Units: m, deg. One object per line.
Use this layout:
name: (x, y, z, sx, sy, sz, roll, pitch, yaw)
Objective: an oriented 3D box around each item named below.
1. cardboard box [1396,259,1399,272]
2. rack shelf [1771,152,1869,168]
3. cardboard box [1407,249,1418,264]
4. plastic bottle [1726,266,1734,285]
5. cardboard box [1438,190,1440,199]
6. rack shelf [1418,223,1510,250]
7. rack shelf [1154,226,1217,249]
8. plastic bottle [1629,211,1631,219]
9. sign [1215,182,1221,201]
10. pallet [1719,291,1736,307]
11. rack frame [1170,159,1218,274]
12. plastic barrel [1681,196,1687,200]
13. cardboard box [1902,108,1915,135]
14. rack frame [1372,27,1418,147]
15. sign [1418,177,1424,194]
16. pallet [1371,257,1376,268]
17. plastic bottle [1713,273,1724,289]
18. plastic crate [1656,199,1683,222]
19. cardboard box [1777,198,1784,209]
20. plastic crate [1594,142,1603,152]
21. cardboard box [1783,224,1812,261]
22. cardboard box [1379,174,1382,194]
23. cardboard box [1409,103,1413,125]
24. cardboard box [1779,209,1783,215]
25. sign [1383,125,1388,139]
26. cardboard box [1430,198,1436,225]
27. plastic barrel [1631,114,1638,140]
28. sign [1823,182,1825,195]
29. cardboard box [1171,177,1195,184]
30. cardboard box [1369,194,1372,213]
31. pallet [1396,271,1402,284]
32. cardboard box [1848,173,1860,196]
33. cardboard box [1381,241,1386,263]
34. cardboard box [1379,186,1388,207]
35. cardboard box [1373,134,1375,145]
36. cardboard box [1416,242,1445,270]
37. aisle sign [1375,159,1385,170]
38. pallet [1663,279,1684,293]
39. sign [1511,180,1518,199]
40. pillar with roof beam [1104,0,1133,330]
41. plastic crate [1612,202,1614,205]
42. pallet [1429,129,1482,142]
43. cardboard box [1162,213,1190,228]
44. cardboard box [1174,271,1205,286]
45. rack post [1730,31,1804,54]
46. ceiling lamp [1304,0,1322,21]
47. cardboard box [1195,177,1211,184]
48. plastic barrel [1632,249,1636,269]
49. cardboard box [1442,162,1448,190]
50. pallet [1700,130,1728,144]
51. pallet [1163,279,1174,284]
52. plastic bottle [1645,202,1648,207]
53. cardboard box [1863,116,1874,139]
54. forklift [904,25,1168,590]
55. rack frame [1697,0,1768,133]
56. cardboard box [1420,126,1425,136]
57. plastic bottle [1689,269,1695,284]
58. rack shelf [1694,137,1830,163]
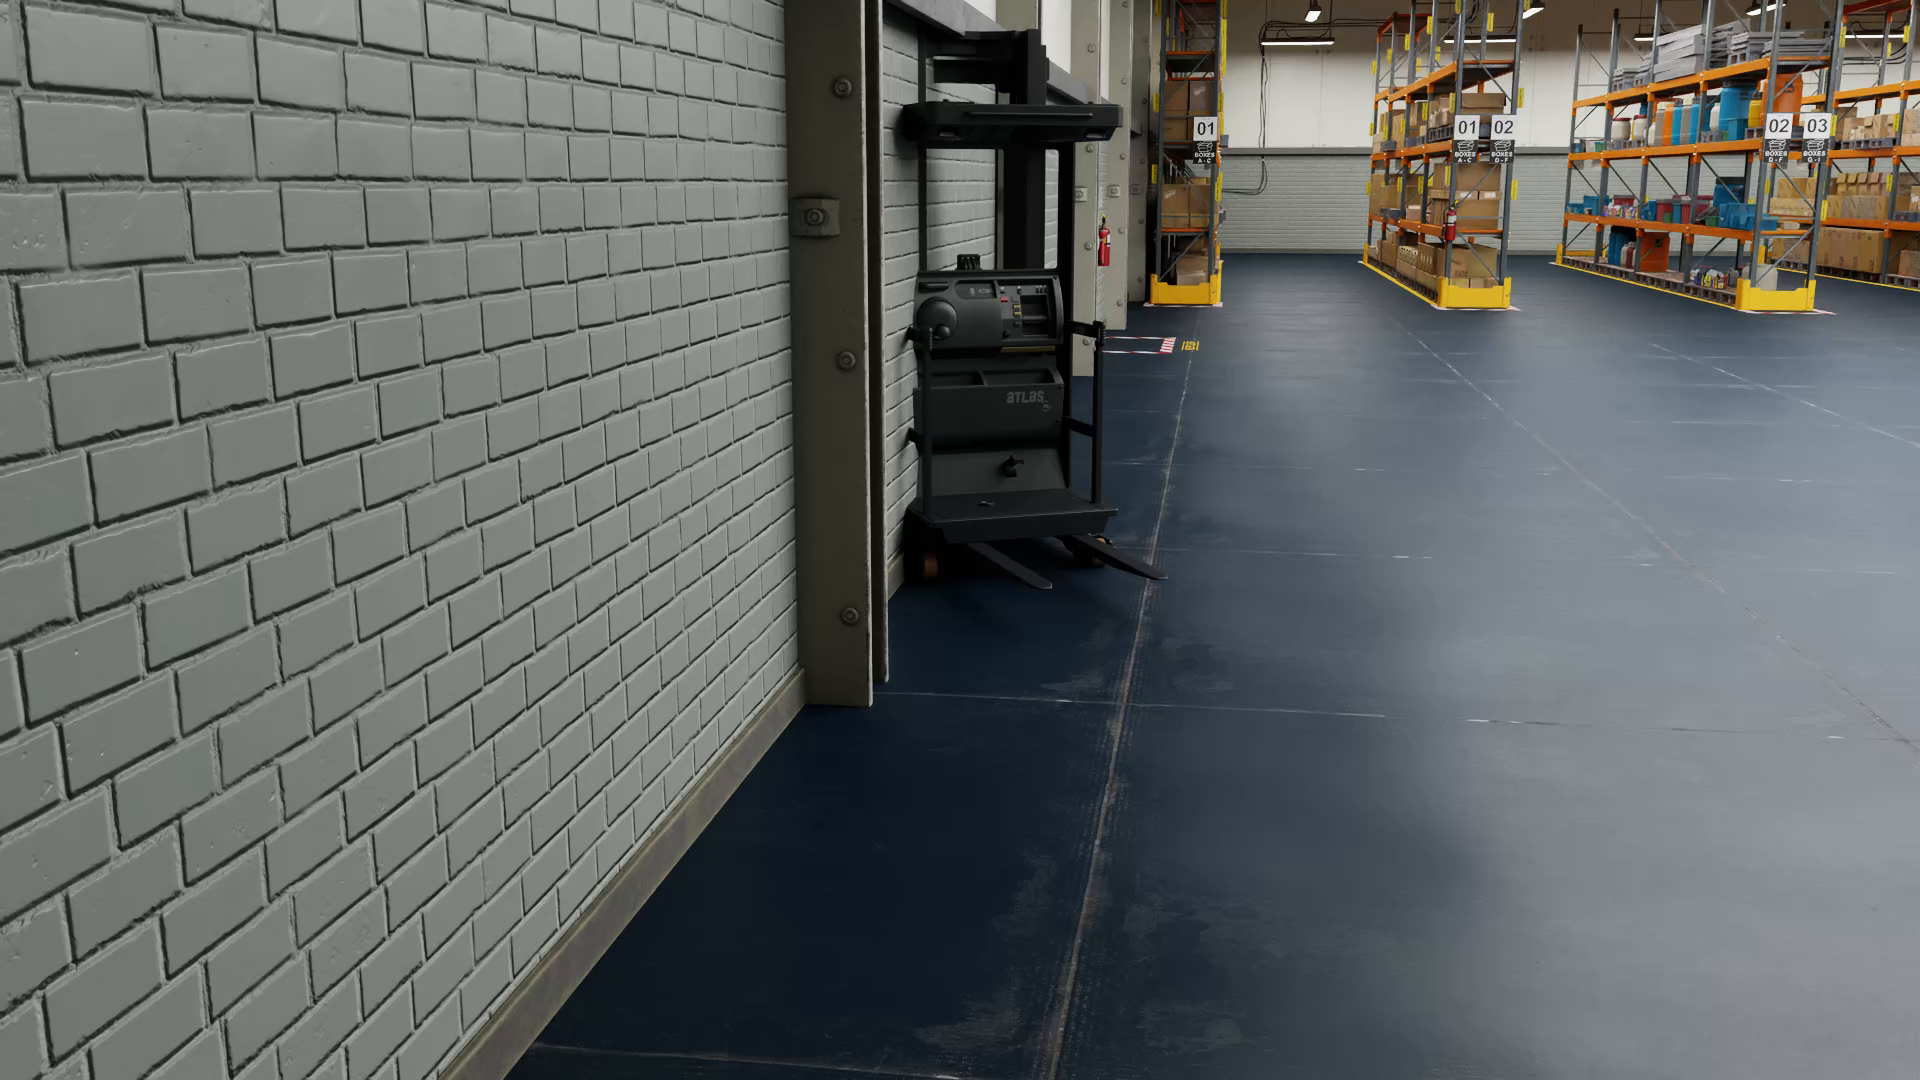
cardboard box: (9.701, -5.919, 35.868, 0.500, 0.250, 0.500, 2, 12, 8)
rack shelf: (20.783, -9.199, 40.146, 1.077, 0.370, 4.000, 2, 12, 9)
cardboard box: (9.389, -5.766, 33.826, 0.500, 0.311, 0.500, 2, 12, 8)
plastic bottle: (14.394, -4.945, 31.061, 0.144, 0.351, 0.185, 2, 12, 9)
cardboard box: (9.030, -6.372, 30.665, 0.380, 0.149, 0.250, 2, 12, 7)
rack shelf: (9.149, -5.557, 30.364, 1.077, 0.370, 4.000, 2, 12, 9)
rack shelf: (4.254, -5.716, 31.105, 1.077, 0.370, 4.000, 2, 12, 9)
plastic bottle: (14.723, -7.129, 36.425, 0.097, 0.201, 0.097, 0, 12, 0)
sign: (4.482, -6.057, 28.925, 0.100, 0.325, 0.005, 2, 12, 9)
pallet: (13.831, -4.154, 28.766, 1.003, 0.211, 1.213, 2, 12, 9)
rack frame: (5.177, -7.317, 36.825, 1.000, 3.000, 0.127, 2, 12, 9)
plastic barrel: (15.019, -6.830, 34.298, 0.421, 0.512, 0.421, 0, 12, 0)
cardboard box: (19.533, -8.506, 33.796, 0.500, 0.500, 0.500, 2, 12, 9)
rack frame: (11.302, -11.755, 43.179, 1.000, 3.000, 0.127, 2, 12, 9)
sign: (8.919, -6.867, 32.179, 0.100, 0.325, 0.005, 2, 12, 9)
pallet: (10.979, -7.024, 42.086, 1.003, 0.211, 1.213, 2, 12, 9)
plastic bottle: (13.651, -4.662, 29.928, 0.152, 0.276, 0.135, 2, 12, 9)
plastic crate: (14.415, -6.701, 33.814, 0.402, 0.464, 0.583, 2, 12, 9)
cardboard box: (20.676, -8.373, 41.377, 0.500, 0.250, 0.500, 2, 12, 8)
plastic crate: (15.406, -9.413, 39.828, 0.416, 0.233, 0.300, 2, 12, 9)
cardboard box: (20.931, -7.342, 40.989, 0.875, 0.875, 0.875, 2, 12, 9)
cardboard box: (10.585, -8.748, 40.854, 0.500, 0.500, 0.500, 2, 12, 8)
cardboard box: (10.302, -9.464, 37.058, 0.500, 0.500, 0.500, 2, 12, 9)
cardboard box: (20.594, -8.154, 41.304, 0.380, 0.149, 0.250, 2, 12, 8)
sign: (10.150, -9.725, 39.651, 0.100, 0.325, 0.005, 2, 12, 9)
cardboard box: (9.395, -6.281, 31.780, 0.700, 0.500, 0.500, 2, 12, 7)
plastic barrel: (15.641, -9.396, 37.907, 0.600, 0.588, 0.600, 0, 12, 0)
sign: (19.926, -8.148, 38.437, 0.100, 0.325, 0.005, 2, 12, 9)
cardboard box: (4.990, -7.990, 37.179, 0.500, 0.250, 0.500, 2, 12, 10)
cardboard box: (10.974, -8.788, 43.412, 0.500, 0.500, 0.500, 2, 12, 10)
pallet: (9.907, -5.624, 35.588, 1.003, 0.211, 1.213, 2, 12, 9)
cardboard box: (20.268, -7.932, 37.059, 0.797, 0.503, 0.637, 2, 12, 9)
cardboard box: (10.372, -6.890, 39.734, 0.500, 0.500, 0.500, 1, 12, 6)
cardboard box: (10.393, -8.153, 39.469, 0.700, 0.500, 0.500, -2, 12, -10)
cardboard box: (10.966, -10.361, 43.001, 0.500, 0.250, 0.500, 2, 12, 9)
cardboard box: (9.076, -5.466, 31.986, 0.500, 0.500, 0.500, 2, 12, 9)
aisle sign: (11.023, -10.117, 43.647, 0.394, 0.787, 0.004, 2, 12, 9)
pallet: (14.433, -4.965, 32.530, 1.003, 0.211, 1.213, 2, 12, 9)
sign: (9.389, -5.935, 28.168, 0.100, 0.325, 0.005, 2, 12, 9)
pillar with roof beam: (6.530, -7.370, 22.829, 9.100, 9.000, 0.400, 2, 12, 9)
plastic crate: (15.998, -8.112, 40.653, 0.437, 0.282, 0.530, 2, 12, 9)
pallet: (9.351, -7.569, 31.086, 1.003, 0.211, 1.213, 2, 12, 9)
cardboard box: (3.827, -5.692, 29.592, 0.500, 0.250, 0.500, 2, 12, 9)
cardboard box: (4.142, -4.693, 29.989, 0.500, 0.311, 0.500, 0, 12, 2)
rack post: (14.003, -8.631, 28.860, 0.937, 0.300, 0.954, 2, 12, 8)
ceiling lamp: (8.436, -13.671, 38.214, 0.800, 3.185, 2.000, 2, 12, 9)
cardboard box: (5.506, -7.980, 37.130, 0.500, 0.250, 0.500, 2, 12, 10)
plastic barrel: (15.023, -6.208, 36.587, 0.421, 0.512, 0.421, 0, 12, 0)
cardboard box: (9.163, -6.602, 30.189, 0.700, 0.500, 0.500, 2, 12, 9)
pallet: (14.336, -7.384, 30.464, 1.213, 0.211, 1.003, 2, 12, 9)
pallet: (4.493, -4.980, 32.601, 1.003, 0.211, 1.213, 2, 12, 9)
plastic bottle: (15.735, -7.564, 38.089, 0.144, 0.351, 0.185, 2, 12, 9)
cardboard box: (20.153, -8.983, 36.196, 0.797, 0.503, 0.637, 2, 12, 8)
forklift: (0.203, -1.309, 9.108, 1.130, 2.935, 3.031, -4, 13, -19)
rack frame: (14.351, -9.096, 30.840, 1.000, 3.000, 0.127, 2, 12, 9)
cardboard box: (10.058, -8.659, 35.293, 0.500, 0.250, 0.500, 1, 12, 4)
plastic bottle: (13.868, -4.992, 31.471, 0.097, 0.271, 0.097, 0, 12, 0)
rack shelf: (14.043, -6.862, 29.300, 1.077, 0.370, 4.000, 2, 12, 9)
